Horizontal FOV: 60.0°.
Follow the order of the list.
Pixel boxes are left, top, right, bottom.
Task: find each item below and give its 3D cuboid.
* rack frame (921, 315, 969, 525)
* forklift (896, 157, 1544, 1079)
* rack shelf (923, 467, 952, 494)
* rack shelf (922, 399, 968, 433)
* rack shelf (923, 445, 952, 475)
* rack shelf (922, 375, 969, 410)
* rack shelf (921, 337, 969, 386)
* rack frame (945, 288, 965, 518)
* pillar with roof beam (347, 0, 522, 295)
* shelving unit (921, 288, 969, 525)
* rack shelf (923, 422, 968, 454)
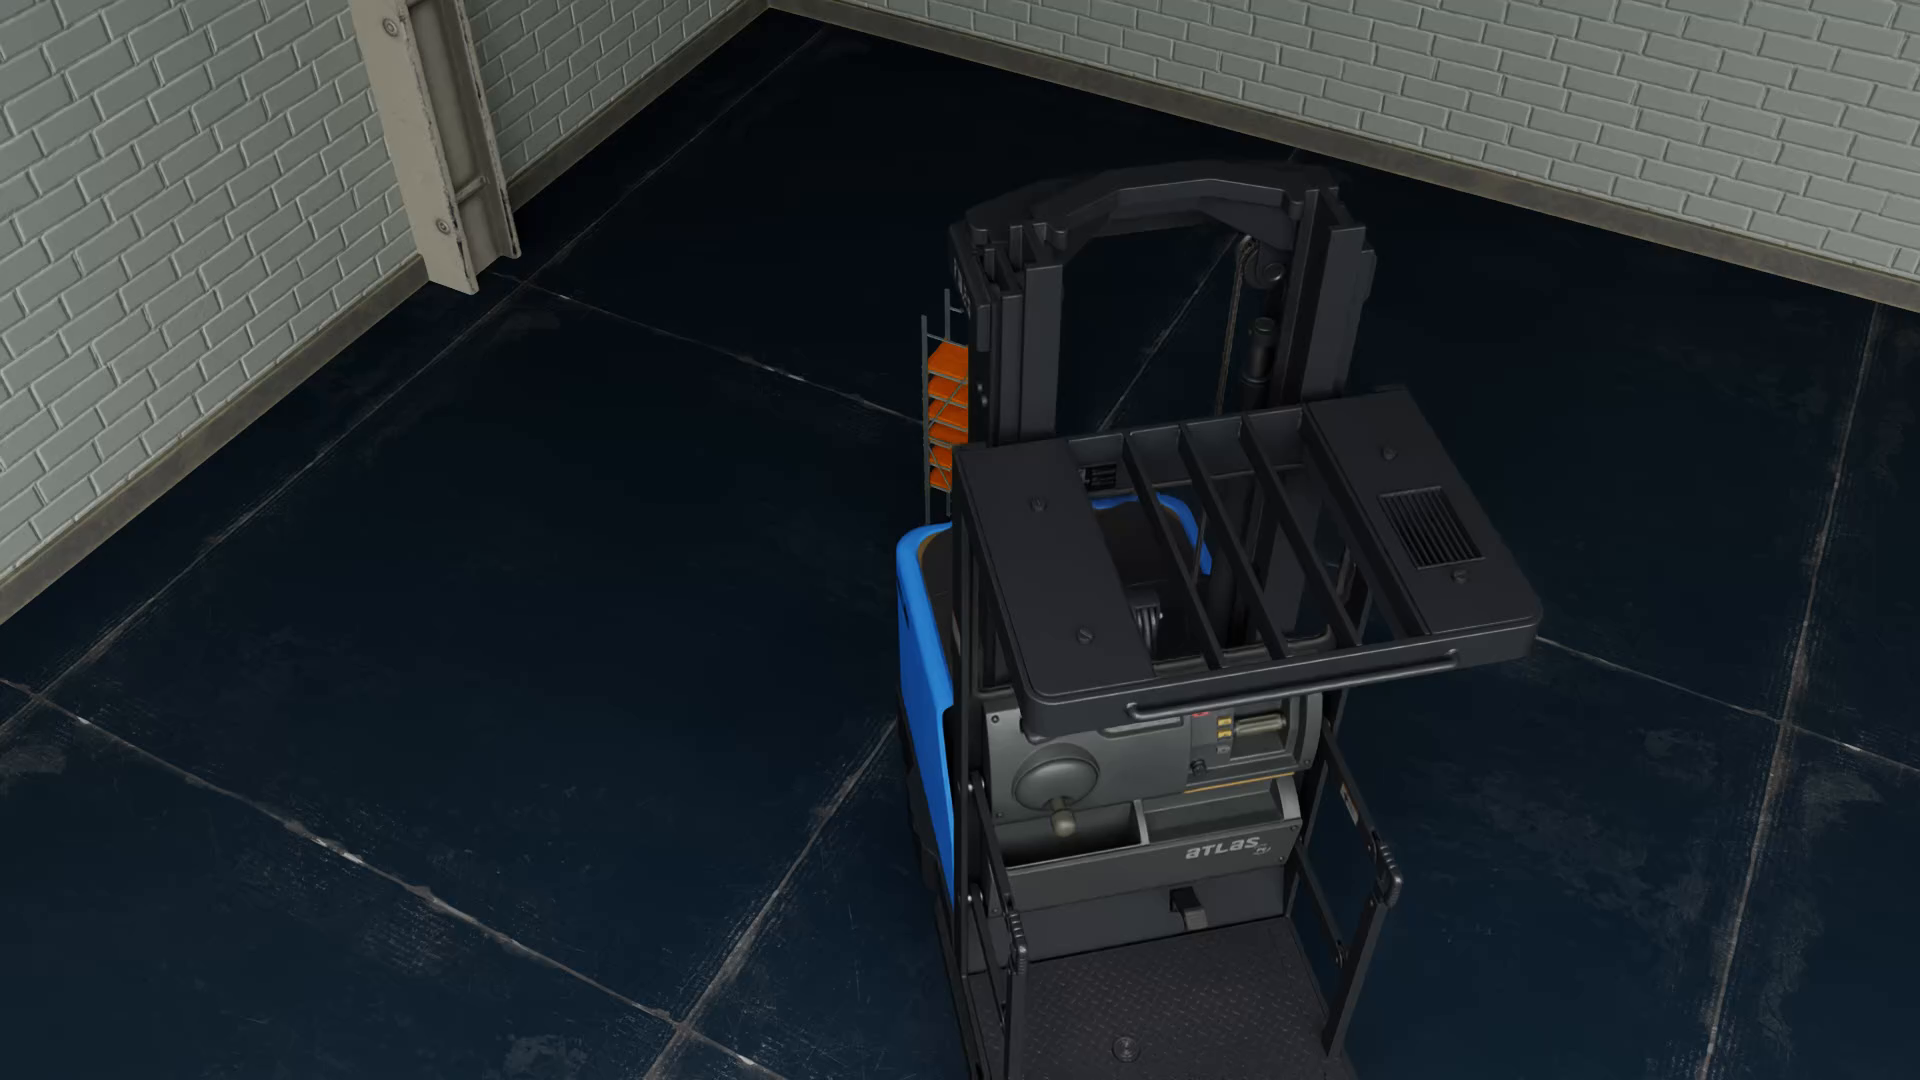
[{"bbox_3d":[-0.036,-0.373,6.555,0.240,1.200,0.006,20,49,19],"label":"rack frame"},{"bbox_3d":[0.574,0.644,4.333,1.130,2.935,3.031,-8,46,-8],"label":"forklift"},{"bbox_3d":[0.007,-0.231,6.814,0.258,0.103,0.180,20,49,19],"label":"rack shelf"},{"bbox_3d":[0.007,-0.484,6.558,0.258,0.103,0.180,20,49,19],"label":"rack shelf"},{"bbox_3d":[0.007,-0.315,6.729,0.258,0.103,0.180,20,49,19],"label":"rack shelf"},{"bbox_3d":[0.007,-0.568,6.473,0.258,0.103,0.180,20,49,19],"label":"rack shelf"},{"bbox_3d":[0.007,-0.653,6.388,0.258,0.103,0.180,20,49,19],"label":"rack shelf"},{"bbox_3d":[0.049,-0.489,6.669,0.240,1.200,0.006,20,49,19],"label":"rack frame"},{"bbox_3d":[1.357,-3.128,3.794,9.100,9.000,0.400,20,49,19],"label":"pillar with roof beam"},{"bbox_3d":[0.007,-0.431,6.612,0.258,1.200,0.189,20,49,19],"label":"shelving unit"},{"bbox_3d":[0.007,-0.400,6.644,0.258,0.103,0.180,20,49,19],"label":"rack shelf"}]
